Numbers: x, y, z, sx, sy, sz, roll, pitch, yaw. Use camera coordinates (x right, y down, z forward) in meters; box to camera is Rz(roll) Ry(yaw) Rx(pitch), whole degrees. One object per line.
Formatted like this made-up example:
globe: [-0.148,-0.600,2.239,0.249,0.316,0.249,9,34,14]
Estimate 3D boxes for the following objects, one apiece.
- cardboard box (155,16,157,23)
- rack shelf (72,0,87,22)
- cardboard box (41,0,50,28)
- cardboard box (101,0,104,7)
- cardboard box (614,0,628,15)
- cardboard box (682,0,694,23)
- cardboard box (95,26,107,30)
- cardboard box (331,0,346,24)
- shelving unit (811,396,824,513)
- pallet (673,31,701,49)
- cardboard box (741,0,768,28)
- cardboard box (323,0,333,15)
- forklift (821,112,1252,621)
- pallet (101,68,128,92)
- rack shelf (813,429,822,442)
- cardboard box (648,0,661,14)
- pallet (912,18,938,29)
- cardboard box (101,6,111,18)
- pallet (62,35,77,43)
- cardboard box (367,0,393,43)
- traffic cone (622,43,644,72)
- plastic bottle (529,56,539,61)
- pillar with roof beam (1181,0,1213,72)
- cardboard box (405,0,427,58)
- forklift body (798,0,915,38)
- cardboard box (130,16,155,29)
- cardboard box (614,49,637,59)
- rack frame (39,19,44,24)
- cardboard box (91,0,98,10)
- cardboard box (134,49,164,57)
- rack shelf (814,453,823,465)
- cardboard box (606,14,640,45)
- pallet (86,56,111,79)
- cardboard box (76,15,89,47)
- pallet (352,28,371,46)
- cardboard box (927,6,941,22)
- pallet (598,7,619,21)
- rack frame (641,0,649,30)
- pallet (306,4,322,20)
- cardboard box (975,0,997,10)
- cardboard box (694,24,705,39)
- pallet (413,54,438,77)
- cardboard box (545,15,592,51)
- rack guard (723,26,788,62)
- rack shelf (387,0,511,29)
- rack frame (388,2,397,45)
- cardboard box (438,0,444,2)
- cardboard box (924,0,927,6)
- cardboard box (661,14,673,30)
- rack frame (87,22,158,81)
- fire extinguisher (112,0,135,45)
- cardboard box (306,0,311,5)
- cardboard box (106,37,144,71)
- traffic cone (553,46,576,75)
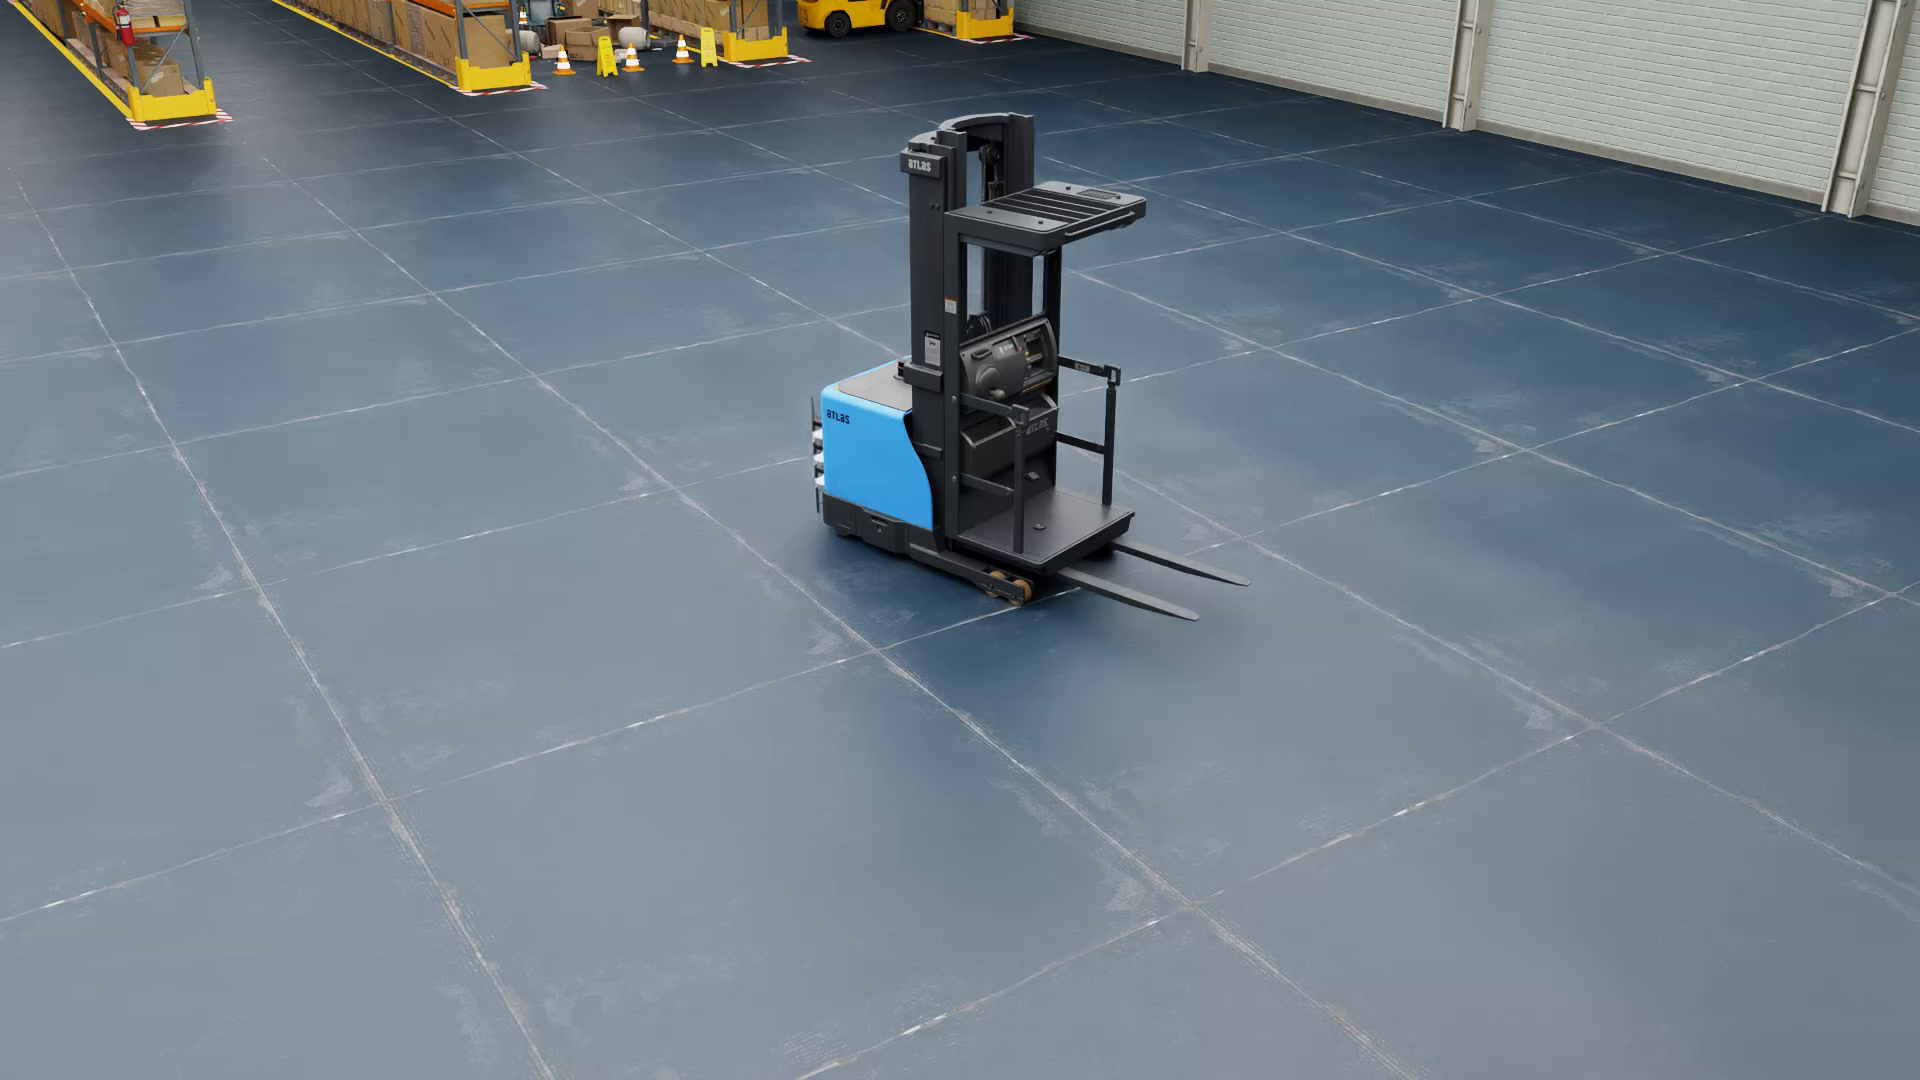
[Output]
cardboard box: [-12.059,-7.967,25.370,0.380,0.149,0.250,-16,29,-30]
rack shelf: [-15.258,-9.650,29.483,1.077,0.370,4.000,-16,29,-30]
cardboard box: [-17.189,-10.492,32.421,1.225,0.875,0.875,-15,29,-29]
cardboard box: [-12.870,-8.552,25.849,0.875,0.500,0.500,-16,29,-30]
cardboard box: [-6.547,-11.014,34.117,0.950,0.372,0.625,-14,28,-26]
cardboard box: [-4.893,-10.018,31.271,0.500,0.500,0.500,-16,30,-31]
cardboard box: [-14.728,-8.728,29.100,0.700,0.500,0.500,-16,29,-30]
cardboard box: [-11.882,-10.744,33.102,1.050,0.750,0.750,-16,30,-30]
shelving unit: [-0.893,-0.619,11.966,0.210,0.900,0.258,18,31,36]
pallet: [-4.797,-9.640,31.885,1.003,0.211,1.213,-16,29,-30]
cardboard box: [-3.902,-9.786,30.778,0.500,0.500,0.500,-17,30,-31]
cardboard box: [-12.717,-11.044,34.030,0.500,0.500,0.500,-16,29,-30]
forklift: [0.485,-1.154,10.724,3.031,2.935,1.130,19,31,35]
pallet: [-13.770,-7.767,27.918,1.003,0.211,1.213,-16,29,-30]
rack shelf: [-0.895,-0.753,11.904,0.200,0.077,0.258,18,31,36]
cardboard box: [-5.767,-10.581,32.463,0.500,0.500,0.500,-14,29,-27]
pallet: [-0.637,-10.736,34.206,1.003,0.211,1.213,-16,29,-30]
cardboard box: [-13.218,-8.282,26.036,0.380,0.149,0.250,-16,29,-30]
pallet: [-16.717,-9.729,32.075,1.003,0.211,1.213,-16,29,-30]
cardboard box: [-10.369,-9.753,31.003,1.050,0.750,0.750,-16,29,-30]
traffic cone: [-5.739,-8.464,29.101,0.336,0.463,0.334,-16,29,-30]
plastic bottle: [-7.780,-8.739,30.152,0.133,0.061,0.283,18,31,33]
pillar with roof beam: [0.521,-11.319,25.149,9.100,9.000,0.400,-16,29,-30]
cardboard box: [-9.175,-9.046,29.358,0.875,0.875,0.875,-15,29,-29]
forklift body: [-2.086,-11.166,32.846,2.313,2.155,1.214,-16,29,-30]
cardboard box: [-12.311,-7.769,24.951,0.380,0.149,0.250,-16,29,-30]
cardboard box: [-6.087,-8.847,30.280,0.380,0.149,0.250,-1,25,-3]
rack frame: [-18.533,-12.121,33.875,1.000,3.000,0.127,-16,29,-30]
cardboard box: [-13.769,-8.638,26.790,0.380,0.149,0.250,-16,29,-30]
cardboard box: [-12.990,-7.550,26.628,0.500,0.500,0.500,-13,28,-25]
rack shelf: [-0.892,-0.589,11.979,0.200,0.077,0.258,18,31,36]
cardboard box: [-6.418,-9.740,31.756,0.500,0.500,0.500,3,25,6]
pallet: [-14.592,-8.277,28.999,1.003,0.211,1.213,-16,29,-30]
cardboard box: [-15.654,-9.329,30.373,0.700,0.500,0.500,-18,31,-34]
pallet: [-11.110,-9.814,32.254,1.003,0.211,1.213,-16,29,-30]
cardboard box: [-0.307,-10.518,33.208,0.500,0.250,0.500,-16,29,-30]
pallet: [-6.959,-11.023,34.816,1.003,0.211,1.213,-16,29,-30]
rack frame: [-5.863,-11.569,32.706,1.000,3.000,0.127,-16,29,-30]
pallet: [-13.226,-11.265,35.328,1.003,0.211,1.213,-16,29,-30]
cardboard box: [0.395,-10.686,32.978,0.500,0.250,0.500,-15,29,-29]
cardboard box: [-4.622,-9.499,31.049,0.500,0.250,0.500,-15,29,-29]
pallet: [-8.936,-8.392,29.241,1.003,0.211,1.213,-16,29,-30]
cardboard box: [-7.277,-9.442,30.965,0.797,0.637,0.503,-16,29,-30]
rack guard: [-3.721,-9.036,30.267,1.175,0.500,0.348,-16,29,-30]
rack shelf: [-8.863,-9.339,28.824,1.077,0.370,4.000,-16,29,-30]
rack frame: [-9.955,-10.380,30.186,1.000,3.000,0.127,-16,29,-30]
cardboard box: [-8.331,-9.331,27.788,0.875,0.550,0.550,-16,29,-30]
cardboard box: [-0.614,-10.932,33.500,0.500,0.250,0.500,-16,30,-31]
cardboard box: [-5.466,-10.054,32.224,0.500,0.250,0.500,-14,29,-27]
rack frame: [-14.166,-9.260,27.814,1.000,3.000,0.127,-16,29,-30]
fire extinguisher: [-12.306,-7.646,24.486,0.296,0.674,0.183,-16,29,-30]
cardboard box: [-13.554,-11.601,35.210,0.500,0.500,0.500,-15,29,-29]
cardboard box: [-13.981,-8.167,27.935,0.500,0.500,0.500,-17,30,-31]
traffic cone: [-6.872,-8.323,28.800,0.336,0.463,0.334,-16,29,-30]
